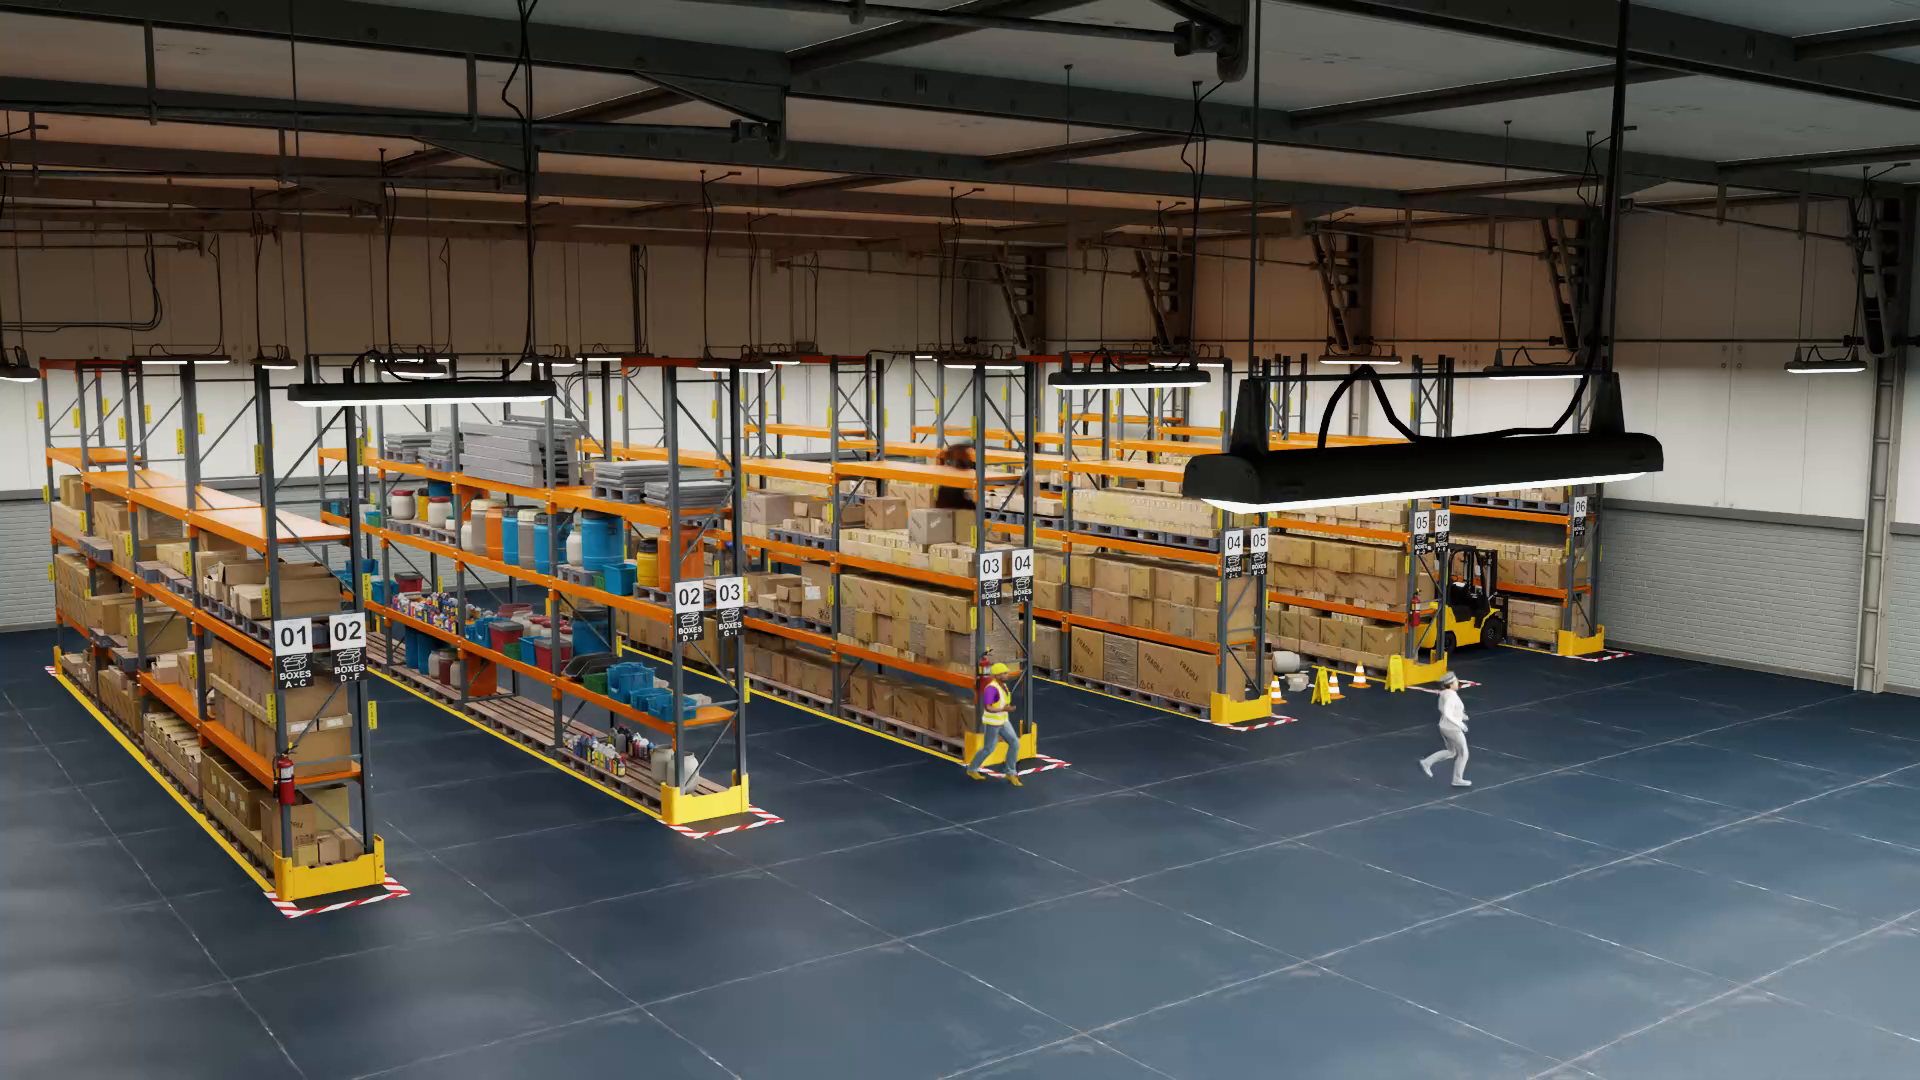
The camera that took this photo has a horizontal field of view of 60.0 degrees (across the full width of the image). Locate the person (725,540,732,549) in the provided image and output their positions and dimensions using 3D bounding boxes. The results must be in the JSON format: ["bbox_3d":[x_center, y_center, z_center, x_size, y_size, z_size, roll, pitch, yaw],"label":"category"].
[{"bbox_3d":[-5.943,0.562,41.500,0.712,1.630,0.715,-3,7,-23],"label":"person"}]

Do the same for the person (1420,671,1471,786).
[{"bbox_3d":[6.944,2.677,23.622,0.699,1.653,0.621,0,7,1],"label":"person"}]

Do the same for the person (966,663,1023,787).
[{"bbox_3d":[0.485,2.628,23.698,0.830,1.793,0.719,4,8,27],"label":"person"}]
